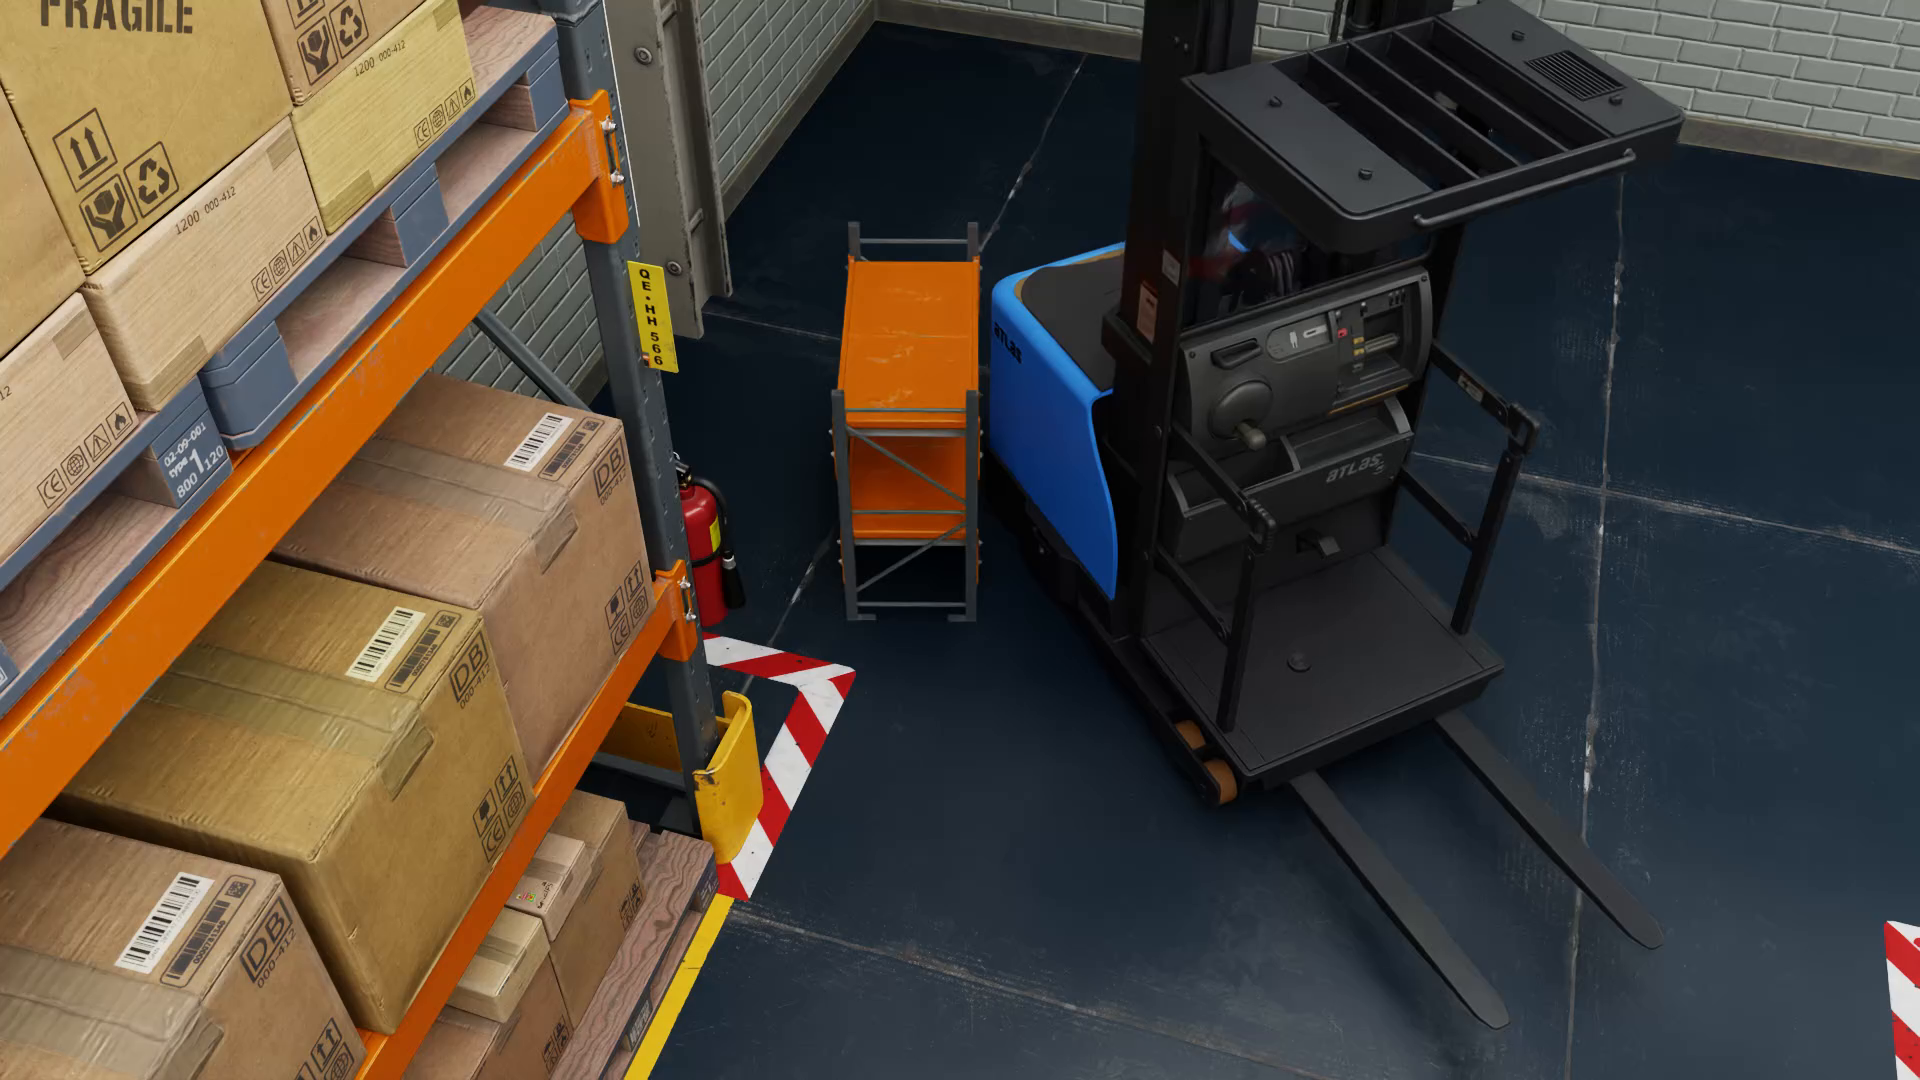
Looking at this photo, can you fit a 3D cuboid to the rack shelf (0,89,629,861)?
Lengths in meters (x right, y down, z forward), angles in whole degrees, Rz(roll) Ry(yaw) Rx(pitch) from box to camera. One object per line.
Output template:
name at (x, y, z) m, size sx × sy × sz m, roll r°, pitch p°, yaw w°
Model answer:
rack shelf at (-1.892, 0.335, 2.633) m, size 1.077 × 0.370 × 4.000 m, roll 13°, pitch 46°, yaw 13°

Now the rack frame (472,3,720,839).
rack frame at (-1.286, -0.183, 4.793) m, size 1.000 × 3.000 × 0.127 m, roll 13°, pitch 46°, yaw 13°

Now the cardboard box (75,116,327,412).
cardboard box at (-1.412, -0.496, 2.703) m, size 0.500 × 0.250 × 0.500 m, roll 11°, pitch 45°, yaw 11°

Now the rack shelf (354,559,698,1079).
rack shelf at (-1.892, 1.407, 3.682) m, size 1.077 × 0.370 × 4.000 m, roll 13°, pitch 46°, yaw 13°

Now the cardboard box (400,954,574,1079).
cardboard box at (-1.554, 1.381, 4.681) m, size 0.700 × 0.500 × 0.500 m, roll 12°, pitch 46°, yaw 12°

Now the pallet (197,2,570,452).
pallet at (-1.501, -0.727, 3.267) m, size 1.003 × 0.211 × 1.213 m, roll 13°, pitch 46°, yaw 13°

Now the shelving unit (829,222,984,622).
shelving unit at (-0.183, -0.454, 6.409) m, size 0.538 × 1.125 × 1.048 m, roll 0°, pitch 44°, yaw 0°

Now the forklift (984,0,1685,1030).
forklift at (1.211, -0.482, 5.147) m, size 1.130 × 2.935 × 3.031 m, roll -19°, pitch 48°, yaw -19°

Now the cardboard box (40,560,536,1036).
cardboard box at (-1.641, 0.539, 3.840) m, size 0.980 × 0.700 × 0.700 m, roll 12°, pitch 46°, yaw 12°

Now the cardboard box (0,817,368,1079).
cardboard box at (-1.880, 1.045, 3.323) m, size 0.980 × 0.700 × 0.700 m, roll 10°, pitch 45°, yaw 11°

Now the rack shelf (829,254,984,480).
rack shelf at (-0.183, -0.663, 6.205) m, size 0.538 × 0.278 × 1.000 m, roll 0°, pitch 44°, yaw 0°

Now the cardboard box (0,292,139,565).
cardboard box at (-1.565, -0.148, 2.348) m, size 0.500 × 0.250 × 0.500 m, roll 11°, pitch 45°, yaw 11°

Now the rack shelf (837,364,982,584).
rack shelf at (-0.183, -0.279, 6.580) m, size 0.538 × 0.278 × 1.000 m, roll 0°, pitch 44°, yaw 0°

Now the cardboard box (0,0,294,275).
cardboard box at (-1.410, -0.779, 2.456) m, size 0.500 × 0.500 × 0.500 m, roll 14°, pitch 46°, yaw 14°

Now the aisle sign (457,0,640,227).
aisle sign at (-0.979, -1.097, 3.868) m, size 0.394 × 0.787 × 0.004 m, roll 13°, pitch 46°, yaw 13°

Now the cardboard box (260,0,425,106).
cardboard box at (-1.248, -1.110, 2.794) m, size 0.500 × 0.500 × 0.500 m, roll 12°, pitch 46°, yaw 12°

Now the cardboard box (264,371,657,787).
cardboard box at (-1.431, 0.051, 4.338) m, size 0.980 × 0.700 × 0.700 m, roll 14°, pitch 46°, yaw 14°

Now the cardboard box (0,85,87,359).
cardboard box at (-1.560, -0.429, 2.099) m, size 0.500 × 0.500 × 0.500 m, roll 11°, pitch 45°, yaw 11°

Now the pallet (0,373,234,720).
pallet at (-1.869, 0.089, 2.433) m, size 1.003 × 0.211 × 1.213 m, roll 13°, pitch 46°, yaw 13°

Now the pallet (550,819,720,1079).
pallet at (-1.454, 1.363, 5.206) m, size 1.003 × 0.211 × 1.213 m, roll 13°, pitch 46°, yaw 13°

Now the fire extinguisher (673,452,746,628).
fire extinguisher at (-0.801, -0.025, 4.953) m, size 0.296 × 0.674 × 0.183 m, roll 13°, pitch 46°, yaw 13°

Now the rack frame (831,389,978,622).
rack frame at (-0.187, -0.099, 6.046) m, size 0.500 × 1.125 × 0.032 m, roll 0°, pitch 44°, yaw 0°

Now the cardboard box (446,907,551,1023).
cardboard box at (-1.345, 1.111, 4.494) m, size 0.380 × 0.149 × 0.250 m, roll 14°, pitch 46°, yaw 14°

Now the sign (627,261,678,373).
sign at (-0.773, -0.558, 4.178) m, size 0.100 × 0.325 × 0.005 m, roll 13°, pitch 46°, yaw 13°

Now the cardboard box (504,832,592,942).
cardboard box at (-1.268, 0.940, 4.668) m, size 0.380 × 0.149 × 0.250 m, roll 12°, pitch 46°, yaw 12°

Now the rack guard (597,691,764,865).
rack guard at (-1.279, 0.694, 5.683) m, size 1.175 × 0.500 × 0.348 m, roll 13°, pitch 46°, yaw 13°

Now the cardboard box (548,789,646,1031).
cardboard box at (-1.403, 1.048, 5.022) m, size 0.700 × 0.500 × 0.500 m, roll 13°, pitch 46°, yaw 13°

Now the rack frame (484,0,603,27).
rack frame at (-1.286, -2.328, 2.695) m, size 1.000 × 3.000 × 0.127 m, roll 13°, pitch 46°, yaw 13°

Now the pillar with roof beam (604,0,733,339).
pillar with roof beam at (2.810, -3.399, 3.789) m, size 9.100 × 9.000 × 0.400 m, roll 13°, pitch 46°, yaw 13°

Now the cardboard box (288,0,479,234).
cardboard box at (-1.255, -0.843, 3.058) m, size 0.500 × 0.250 × 0.500 m, roll 14°, pitch 46°, yaw 14°

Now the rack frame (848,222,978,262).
rack frame at (-0.179, -0.810, 6.773) m, size 0.500 × 1.125 × 0.032 m, roll 0°, pitch 44°, yaw 0°
